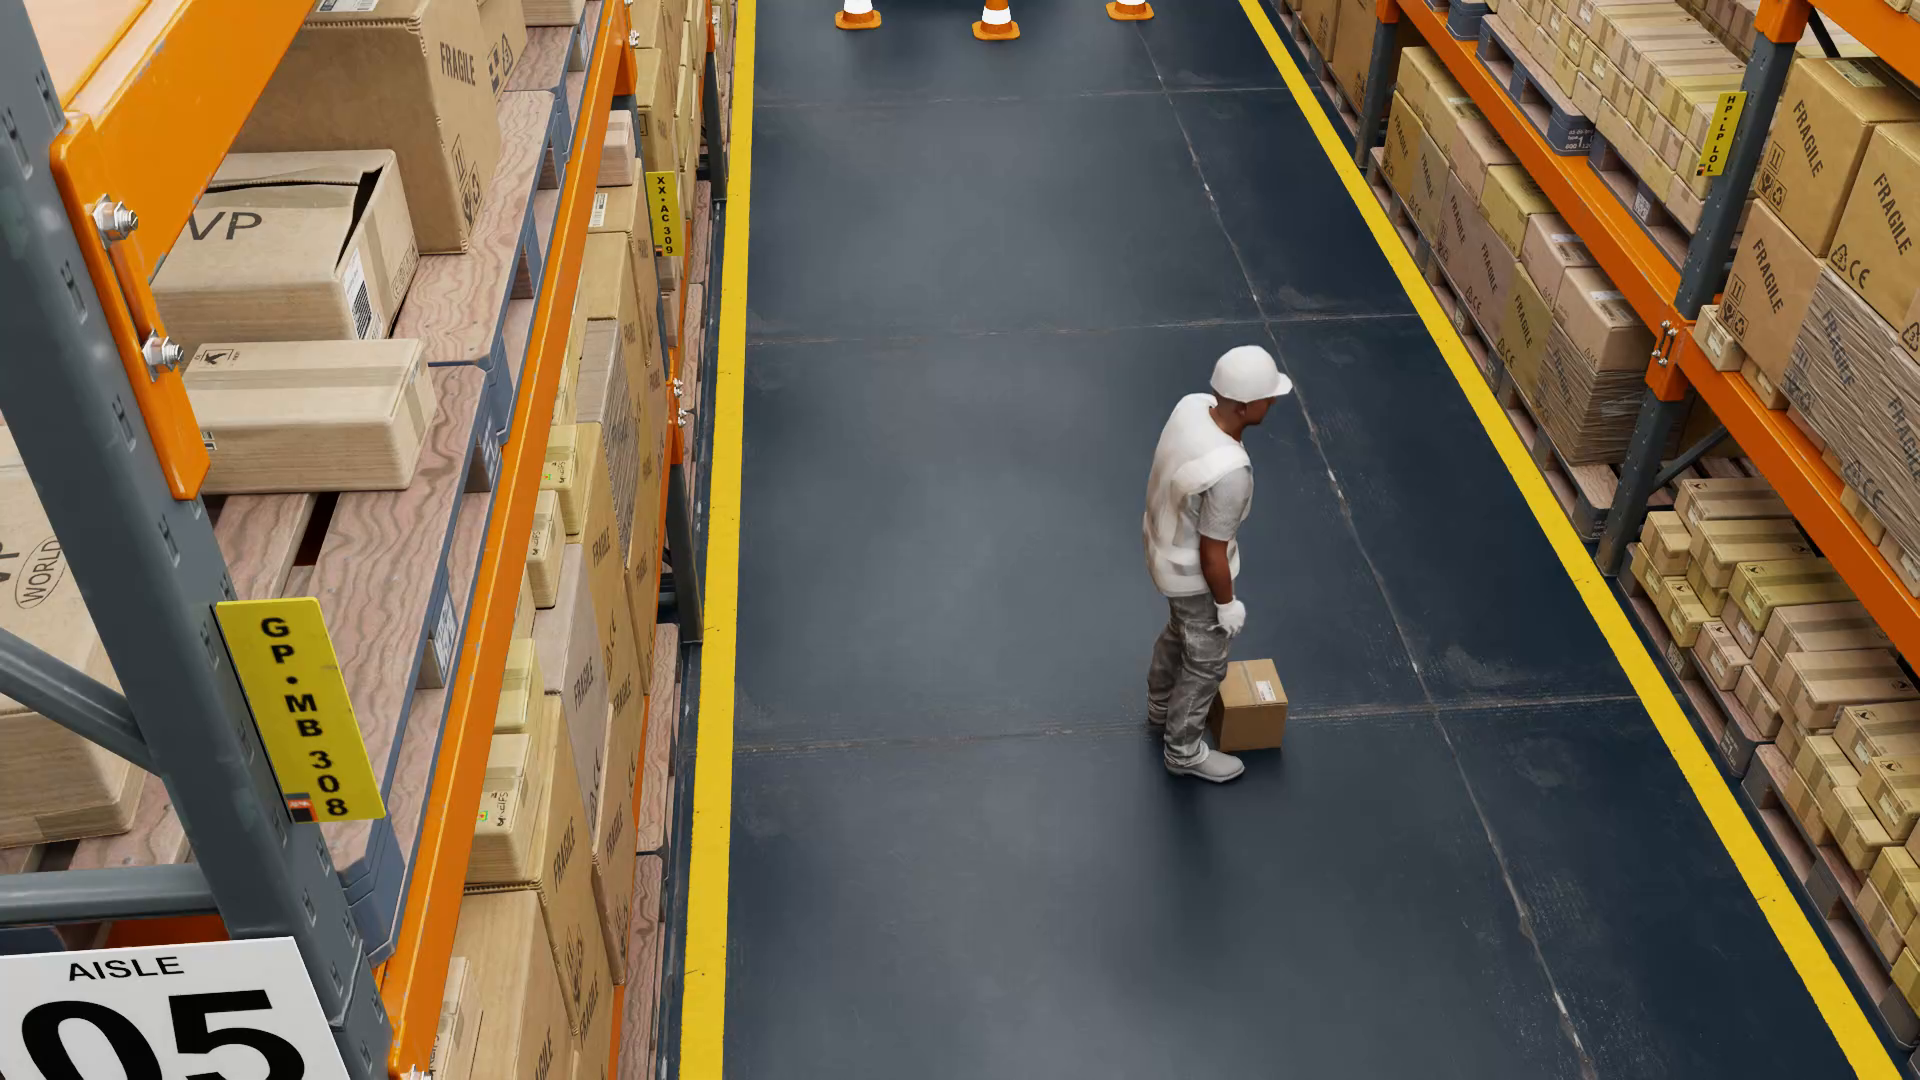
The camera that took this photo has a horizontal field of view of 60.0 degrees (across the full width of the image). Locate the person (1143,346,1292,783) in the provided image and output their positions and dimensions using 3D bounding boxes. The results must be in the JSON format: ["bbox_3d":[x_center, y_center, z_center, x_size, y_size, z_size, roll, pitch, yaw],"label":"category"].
[{"bbox_3d":[0.895,0.081,6.044,0.448,1.775,0.616,-3,39,-4],"label":"person"}]
